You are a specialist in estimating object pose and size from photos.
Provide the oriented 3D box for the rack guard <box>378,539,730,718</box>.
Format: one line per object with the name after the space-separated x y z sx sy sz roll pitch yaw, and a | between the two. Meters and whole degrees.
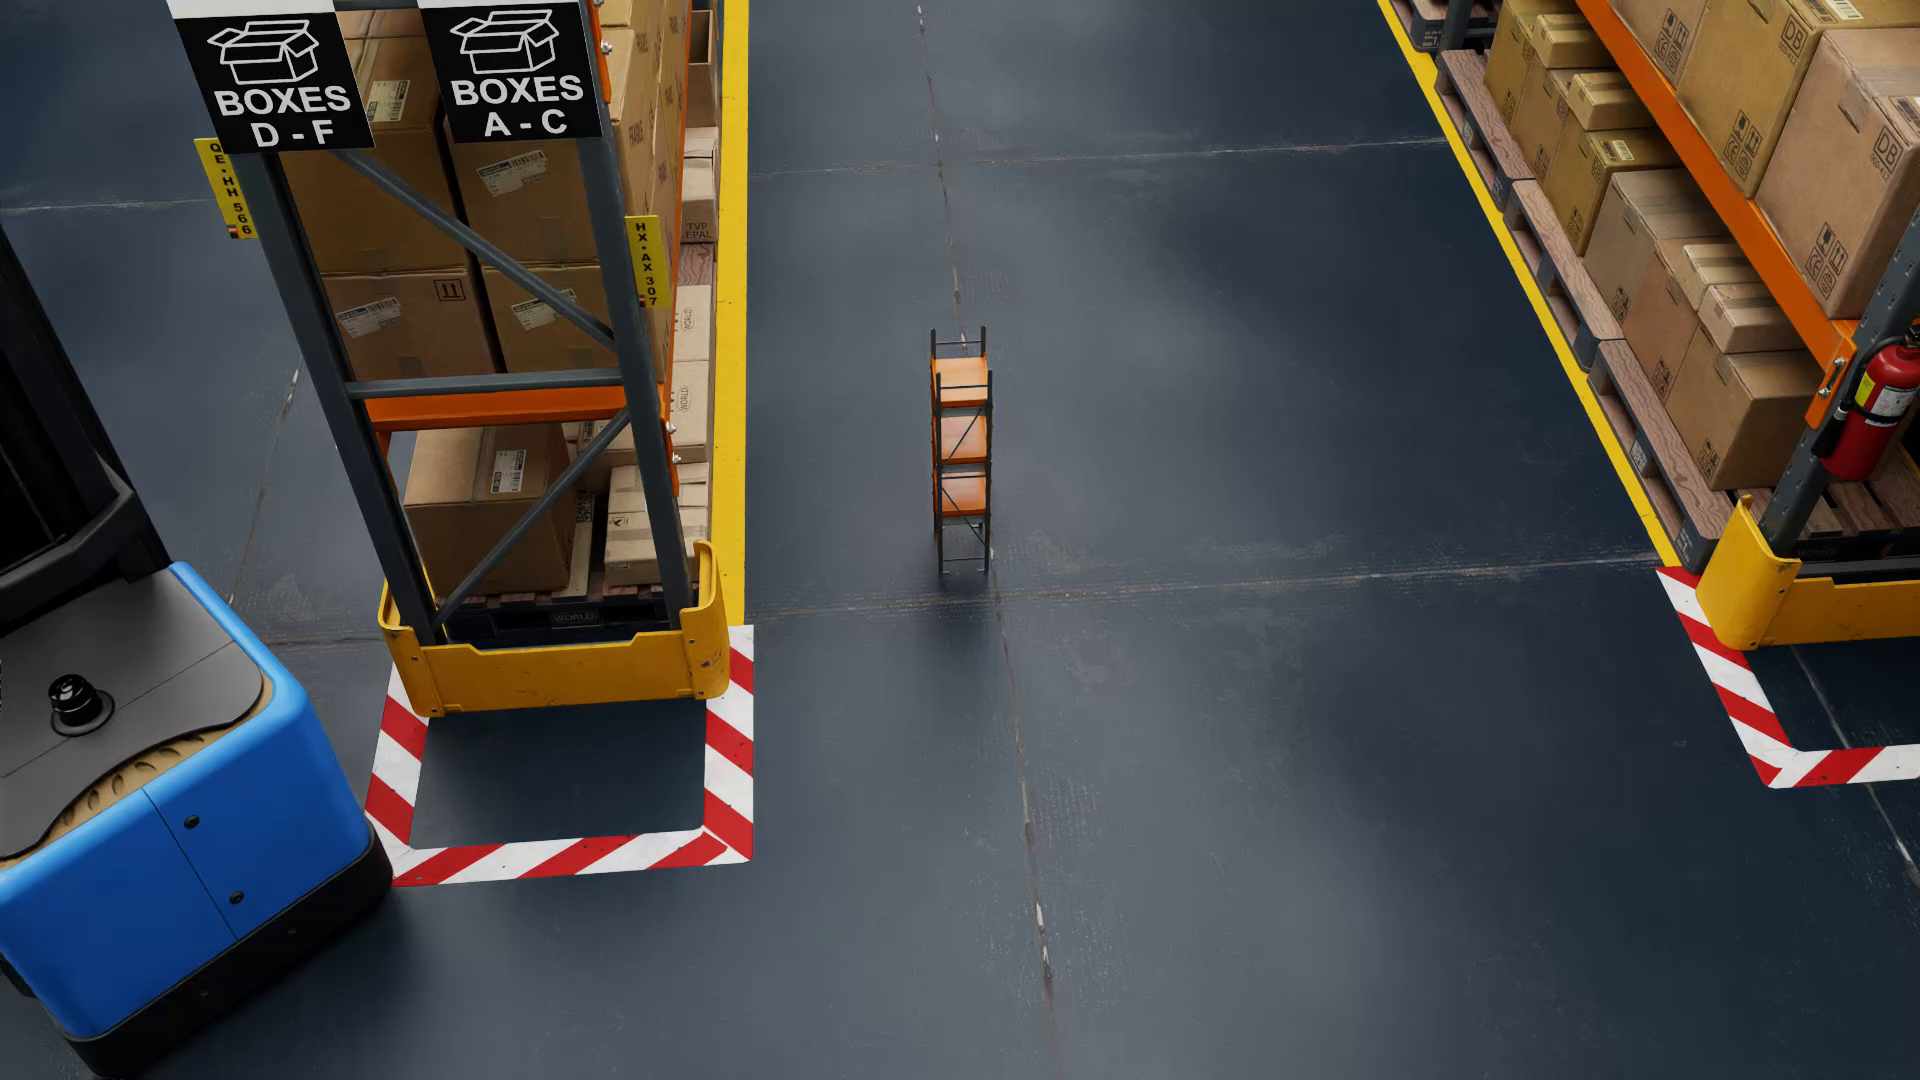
-1.459 0.326 6.097 1.175 0.500 0.348 -3 47 -3 | rack guard

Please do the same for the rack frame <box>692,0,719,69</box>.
-1.787 -3.373 7.878 1.000 3.000 0.127 -3 47 -3 | rack frame

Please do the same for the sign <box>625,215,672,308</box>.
-0.912 -0.809 4.854 0.100 0.325 0.005 -3 47 -3 | sign

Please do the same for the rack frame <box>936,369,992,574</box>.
0.015 -0.234 6.249 0.200 1.050 0.008 -3 47 -3 | rack frame

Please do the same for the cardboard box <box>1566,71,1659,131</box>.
3.000 -2.000 7.564 0.380 0.149 0.250 -5 47 -4 | cardboard box

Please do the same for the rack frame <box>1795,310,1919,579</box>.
3.480 -0.782 5.425 0.949 2.616 0.053 -3 47 -3 | rack frame

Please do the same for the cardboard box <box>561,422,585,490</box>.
-1.688 -0.332 6.647 0.380 0.166 0.250 -3 47 -3 | cardboard box

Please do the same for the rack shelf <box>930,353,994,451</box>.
0.004 -0.510 6.134 0.215 0.259 0.240 -3 47 -3 | rack shelf

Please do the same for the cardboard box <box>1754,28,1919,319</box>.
3.431 -1.254 5.665 0.980 0.700 0.700 -2 47 -1 | cardboard box

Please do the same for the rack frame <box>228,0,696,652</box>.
-1.452 -0.479 5.137 1.000 3.000 0.127 -3 47 -3 | rack frame

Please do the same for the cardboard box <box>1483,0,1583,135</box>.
3.109 -2.414 8.403 0.700 0.500 0.500 -3 47 -3 | cardboard box

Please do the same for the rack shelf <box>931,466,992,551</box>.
0.004 -0.124 6.542 0.215 0.259 0.240 -3 47 -3 | rack shelf

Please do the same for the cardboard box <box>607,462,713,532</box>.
-1.166 -0.160 6.484 0.380 0.166 0.250 -3 47 -3 | cardboard box

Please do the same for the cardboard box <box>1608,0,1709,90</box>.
3.304 -2.332 6.686 0.980 0.700 0.700 -6 47 -5 | cardboard box

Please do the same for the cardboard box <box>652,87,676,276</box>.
-1.275 -1.223 5.773 0.500 0.500 0.500 -4 47 -4 | cardboard box

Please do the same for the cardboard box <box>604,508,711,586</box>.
-1.145 0.027 6.319 0.380 0.149 0.250 -3 47 -3 | cardboard box

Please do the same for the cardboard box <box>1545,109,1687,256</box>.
3.189 -1.679 7.706 0.700 0.500 0.500 -3 47 -2 | cardboard box

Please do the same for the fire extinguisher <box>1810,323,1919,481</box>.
3.036 -0.490 5.459 0.296 0.674 0.183 -3 47 -3 | fire extinguisher

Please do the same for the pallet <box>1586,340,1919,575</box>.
3.339 -0.397 6.981 1.003 0.211 1.213 -3 47 -3 | pallet

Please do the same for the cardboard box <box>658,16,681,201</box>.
-1.314 -1.586 6.117 0.500 0.500 0.500 -4 47 -3 | cardboard box

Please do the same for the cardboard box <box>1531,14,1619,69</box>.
2.956 -2.378 7.922 0.380 0.149 0.250 -2 47 -2 | cardboard box

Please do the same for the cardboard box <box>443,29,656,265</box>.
-1.227 -1.194 5.057 0.500 0.500 0.500 -2 47 -2 | cardboard box

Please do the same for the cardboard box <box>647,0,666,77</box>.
-1.315 -1.934 5.758 0.500 0.500 0.500 -3 47 -3 | cardboard box

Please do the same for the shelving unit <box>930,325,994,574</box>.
0.004 -0.322 6.332 0.215 1.050 0.252 -3 47 -3 | shelving unit

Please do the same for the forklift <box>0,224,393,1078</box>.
-3.301 -0.322 5.037 3.031 2.935 1.130 36 56 29 | forklift

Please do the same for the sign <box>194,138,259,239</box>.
-2.007 -0.966 4.584 0.100 0.325 0.005 -3 47 -3 | sign

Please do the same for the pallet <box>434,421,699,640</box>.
-1.526 -0.151 6.748 1.003 0.211 1.213 -3 47 -3 | pallet

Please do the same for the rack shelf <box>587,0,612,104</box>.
-1.620 -2.710 5.680 1.077 0.370 4.000 -3 47 -3 | rack shelf

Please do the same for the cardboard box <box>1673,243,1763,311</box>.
3.111 -1.057 6.671 0.380 0.149 0.250 -2 47 -2 | cardboard box

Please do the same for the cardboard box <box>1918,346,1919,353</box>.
3.535 -0.712 6.344 0.380 0.149 0.250 -3 47 -3 | cardboard box

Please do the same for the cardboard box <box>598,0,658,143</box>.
-1.278 -1.572 5.415 0.500 0.500 0.500 -3 47 -3 | cardboard box

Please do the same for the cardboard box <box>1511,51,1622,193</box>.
3.148 -2.050 8.058 0.700 0.500 0.500 -4 47 -4 | cardboard box

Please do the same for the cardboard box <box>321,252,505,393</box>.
-1.761 -0.820 5.392 0.500 0.500 0.500 -2 47 -2 | cardboard box

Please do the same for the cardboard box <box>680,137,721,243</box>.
-1.394 -1.662 7.807 0.500 0.311 0.500 -3 47 -3 | cardboard box

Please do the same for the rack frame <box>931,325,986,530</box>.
-0.006 -0.411 6.416 0.200 1.050 0.008 -3 47 -3 | rack frame

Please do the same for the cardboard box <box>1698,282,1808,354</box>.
3.133 -0.872 6.496 0.380 0.149 0.250 -4 47 -4 | cardboard box

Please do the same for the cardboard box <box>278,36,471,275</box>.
-1.764 -1.162 5.027 0.500 0.500 0.500 -4 47 -4 | cardboard box

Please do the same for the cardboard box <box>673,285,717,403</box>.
-1.299 -0.818 7.050 0.500 0.250 0.500 -3 47 -3 | cardboard box

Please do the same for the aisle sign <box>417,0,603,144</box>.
-1.154 -1.341 4.164 0.394 0.787 0.004 -3 47 -3 | aisle sign

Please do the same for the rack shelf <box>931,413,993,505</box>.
0.004 -0.315 6.340 0.215 0.259 0.240 -3 47 -3 | rack shelf

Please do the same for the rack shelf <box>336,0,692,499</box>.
-1.620 -1.678 6.769 1.077 0.370 4.000 -3 47 -3 | rack shelf

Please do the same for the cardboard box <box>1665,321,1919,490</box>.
3.325 -0.568 6.654 0.700 0.500 0.500 -3 47 -3 | cardboard box

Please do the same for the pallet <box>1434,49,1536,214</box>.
3.134 -2.163 8.653 1.003 0.211 1.213 -3 47 -3 | pallet

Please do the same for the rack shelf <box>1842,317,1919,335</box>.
3.316 -2.049 6.986 0.919 0.124 3.809 -3 47 -3 | rack shelf

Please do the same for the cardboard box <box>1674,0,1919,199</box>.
3.359 -1.780 6.163 0.980 0.700 0.700 -4 47 -4 | cardboard box
